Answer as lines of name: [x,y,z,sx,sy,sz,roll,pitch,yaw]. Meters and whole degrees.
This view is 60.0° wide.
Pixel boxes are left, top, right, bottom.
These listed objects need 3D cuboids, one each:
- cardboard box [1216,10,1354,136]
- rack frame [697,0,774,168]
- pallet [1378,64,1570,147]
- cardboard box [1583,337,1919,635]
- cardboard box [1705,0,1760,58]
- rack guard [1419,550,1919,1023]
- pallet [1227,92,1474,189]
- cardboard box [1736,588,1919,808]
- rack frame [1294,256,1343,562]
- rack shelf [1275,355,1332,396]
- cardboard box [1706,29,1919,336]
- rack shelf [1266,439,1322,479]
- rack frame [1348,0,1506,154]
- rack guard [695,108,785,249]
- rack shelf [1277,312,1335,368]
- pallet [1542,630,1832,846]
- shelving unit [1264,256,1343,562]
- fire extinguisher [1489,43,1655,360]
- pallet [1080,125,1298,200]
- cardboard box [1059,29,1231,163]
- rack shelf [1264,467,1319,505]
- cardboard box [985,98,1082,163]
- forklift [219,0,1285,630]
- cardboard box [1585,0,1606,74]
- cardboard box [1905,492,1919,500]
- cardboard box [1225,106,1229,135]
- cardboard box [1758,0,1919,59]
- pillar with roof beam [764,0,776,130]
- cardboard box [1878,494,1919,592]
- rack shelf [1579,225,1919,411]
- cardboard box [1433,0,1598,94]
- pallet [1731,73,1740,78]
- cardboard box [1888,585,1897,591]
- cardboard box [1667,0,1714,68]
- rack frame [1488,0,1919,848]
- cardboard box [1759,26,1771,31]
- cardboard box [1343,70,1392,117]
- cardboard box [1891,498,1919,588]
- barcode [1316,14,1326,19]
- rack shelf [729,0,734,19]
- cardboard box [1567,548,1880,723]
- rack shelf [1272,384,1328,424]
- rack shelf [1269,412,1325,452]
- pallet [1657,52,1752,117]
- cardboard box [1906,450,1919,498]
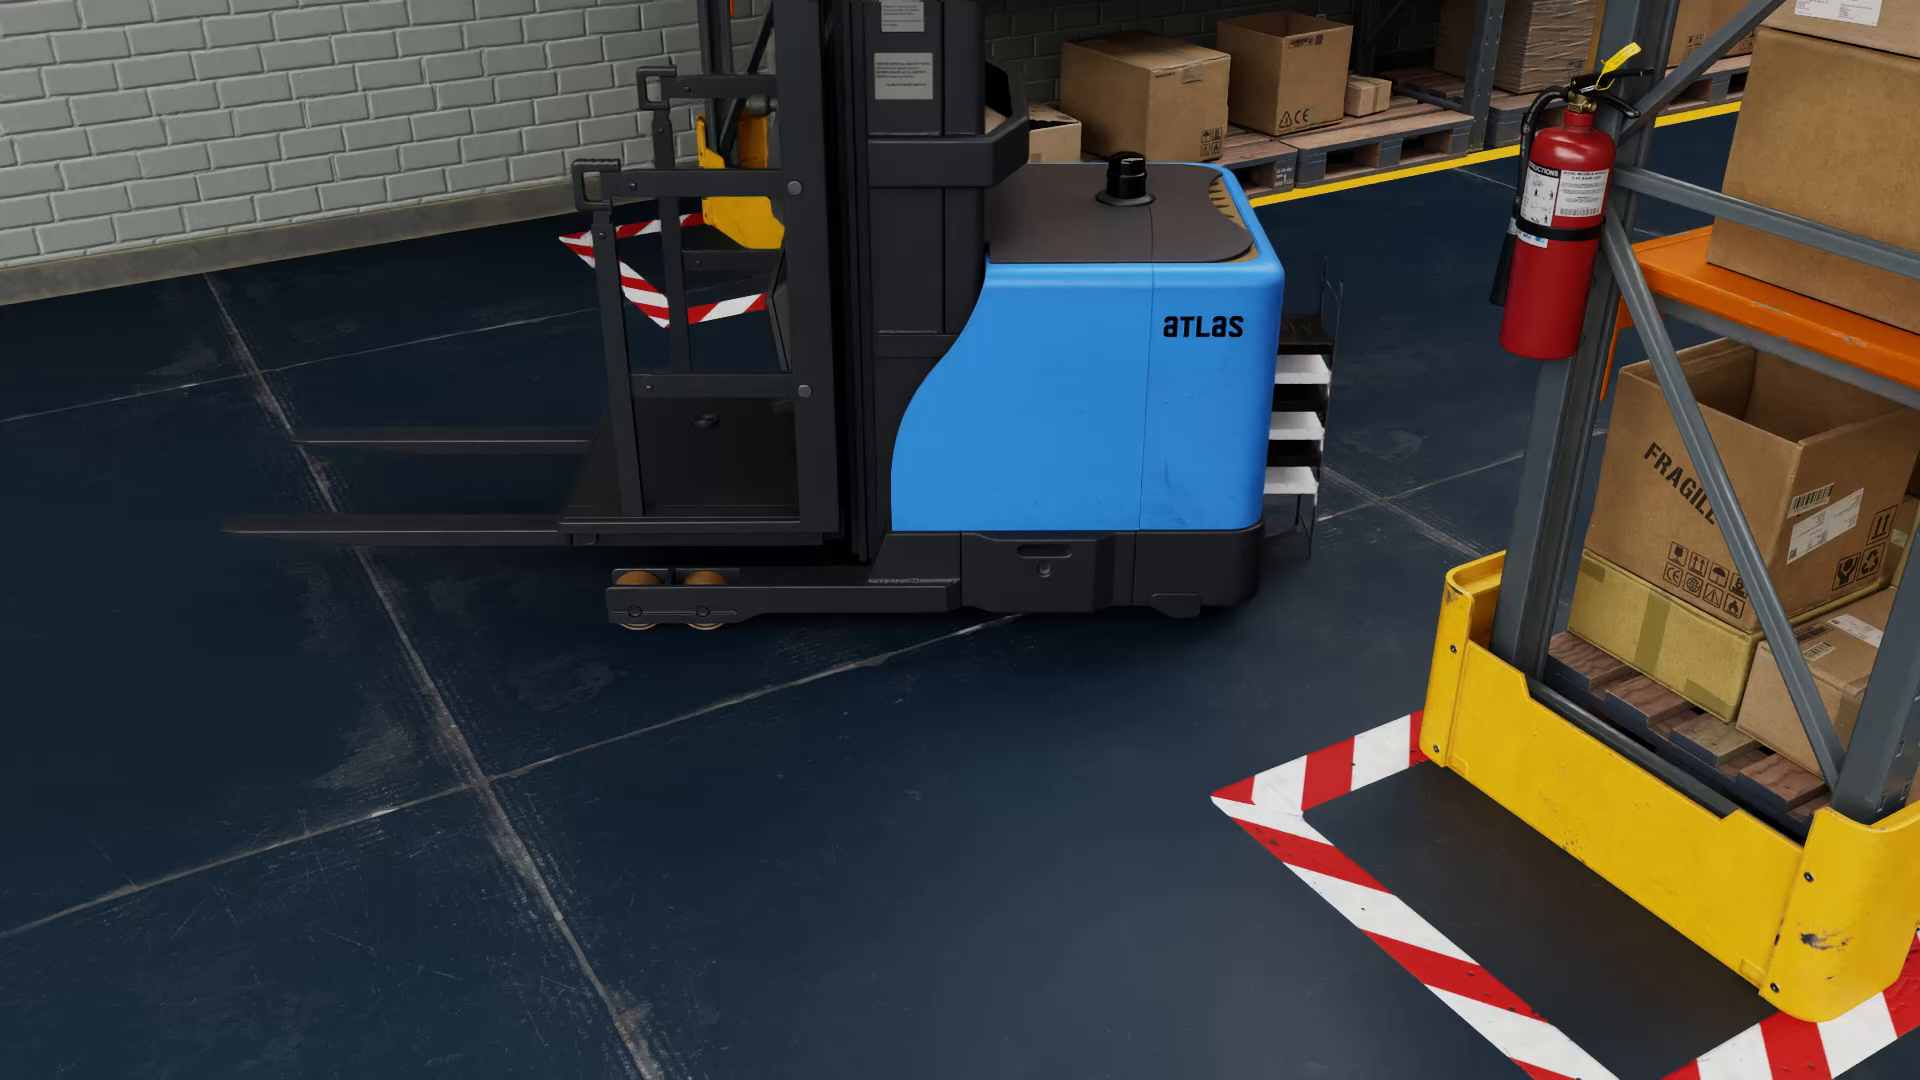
cardboard box: [1.685,-2.464,8.741,0.500,0.500,0.500,-19,34,-30]
rack frame: [-0.889,-2.657,6.960,0.127,3.000,1.000,-16,33,-26]
pallet: [3.230,-2.606,9.754,1.213,0.211,1.003,-16,33,-26]
cardboard box: [1.935,-0.158,4.067,0.500,0.500,0.500,-16,33,-26]
cardboard box: [4.497,-3.304,10.265,0.500,0.500,0.700,-16,33,-27]
rack guard: [1.603,0.506,3.816,0.348,0.500,1.175,-16,33,-26]
pallet: [1.998,-2.236,9.083,1.213,0.211,1.003,-16,33,-26]
cardboard box: [2.199,0.387,3.855,0.500,0.250,0.500,-16,33,-26]
rack frame: [1.078,-0.385,5.016,0.006,0.900,0.240,0,29,0]
rack shelf: [0.976,-0.513,4.945,0.200,0.077,0.258,0,29,0]
cardboard box: [2.033,-0.747,3.396,0.500,0.500,0.700,-16,33,-26]
rack shelf: [0.976,-0.277,5.075,0.200,0.077,0.258,0,29,0]
rack frame: [2.559,-3.636,8.734,0.127,3.000,1.000,-16,33,-26]
rack guard: [-0.824,-1.581,7.598,0.348,0.500,1.175,-16,33,-26]
rack shelf: [0.976,-0.592,4.901,0.200,0.077,0.258,0,29,0]
pallet: [2.262,0.422,4.267,1.213,0.211,1.003,-16,33,-26]
shelving unit: [0.976,-0.385,5.016,0.210,0.900,0.258,0,29,0]
fire extinguisher: [1.286,-0.725,3.539,0.183,0.674,0.296,-16,33,-26]
pallet: [0.945,-1.936,8.539,1.213,0.211,1.003,-16,33,-26]
cardboard box: [0.902,-2.185,8.237,0.500,0.500,0.700,-18,34,-29]
rack shelf: [0.976,-0.198,5.119,0.200,0.077,0.258,0,29,0]
cardboard box: [0.244,-1.944,7.995,0.500,0.311,0.500,-13,31,-22]
forklift: [-0.647,-1.281,4.538,3.031,2.935,1.130,0,29,0]
cardboard box: [3.606,-3.069,9.838,0.500,0.500,0.700,-17,33,-27]
cardboard box: [2.791,-0.079,4.700,0.500,0.250,0.500,-16,33,-26]
cardboard box: [1.170,-2.197,8.622,0.250,0.149,0.380,-19,34,-30]
cardboard box: [1.856,-1.095,3.355,0.250,0.149,0.380,-16,33,-27]
pillar with roof beam: [1.457,-4.022,3.224,0.400,9.000,9.100,-16,33,-26]
cardboard box: [2.361,0.044,4.477,0.500,0.250,0.500,-16,33,-26]
rack shelf: [3.348,-0.769,4.283,4.000,0.370,1.077,-16,33,-26]
cardboard box: [3.186,-2.921,9.571,0.500,0.500,0.700,-15,32,-25]
pallet: [5.334,-3.204,10.837,1.213,0.211,1.003,-16,33,-26]
cardboard box: [2.628,0.263,4.080,0.500,0.250,0.500,-16,33,-26]
cardboard box: [4.066,-3.177,10.034,0.500,0.500,0.700,-15,32,-26]
rack frame: [1.624,-0.594,3.222,0.127,3.000,1.000,-16,33,-26]
cardboard box: [4.911,-3.438,10.507,0.500,0.500,0.700,-16,33,-26]
cardboard box: [2.113,-2.445,9.053,0.250,0.166,0.380,-21,35,-33]
cardboard box: [2.629,-0.064,3.897,0.500,0.500,0.500,-16,33,-26]
barcode: [1.972,-2.842,9.096,0.075,0.075,0.001,-16,33,-26]
rack shelf: [0.835,-2.832,8.021,4.000,0.370,1.077,-16,33,-26]
cardboard box: [1.936,0.171,4.246,0.500,0.250,0.500,-16,33,-26]
rack shelf: [0.976,-0.434,4.988,0.200,0.077,0.258,0,29,0]
rack shelf: [0.976,-0.356,5.032,0.200,0.077,0.258,0,29,0]
pallet: [4.283,-2.907,10.299,1.213,0.211,1.003,-16,33,-26]
cardboard box: [2.790,-0.409,4.521,0.500,0.500,0.500,-16,33,-26]
